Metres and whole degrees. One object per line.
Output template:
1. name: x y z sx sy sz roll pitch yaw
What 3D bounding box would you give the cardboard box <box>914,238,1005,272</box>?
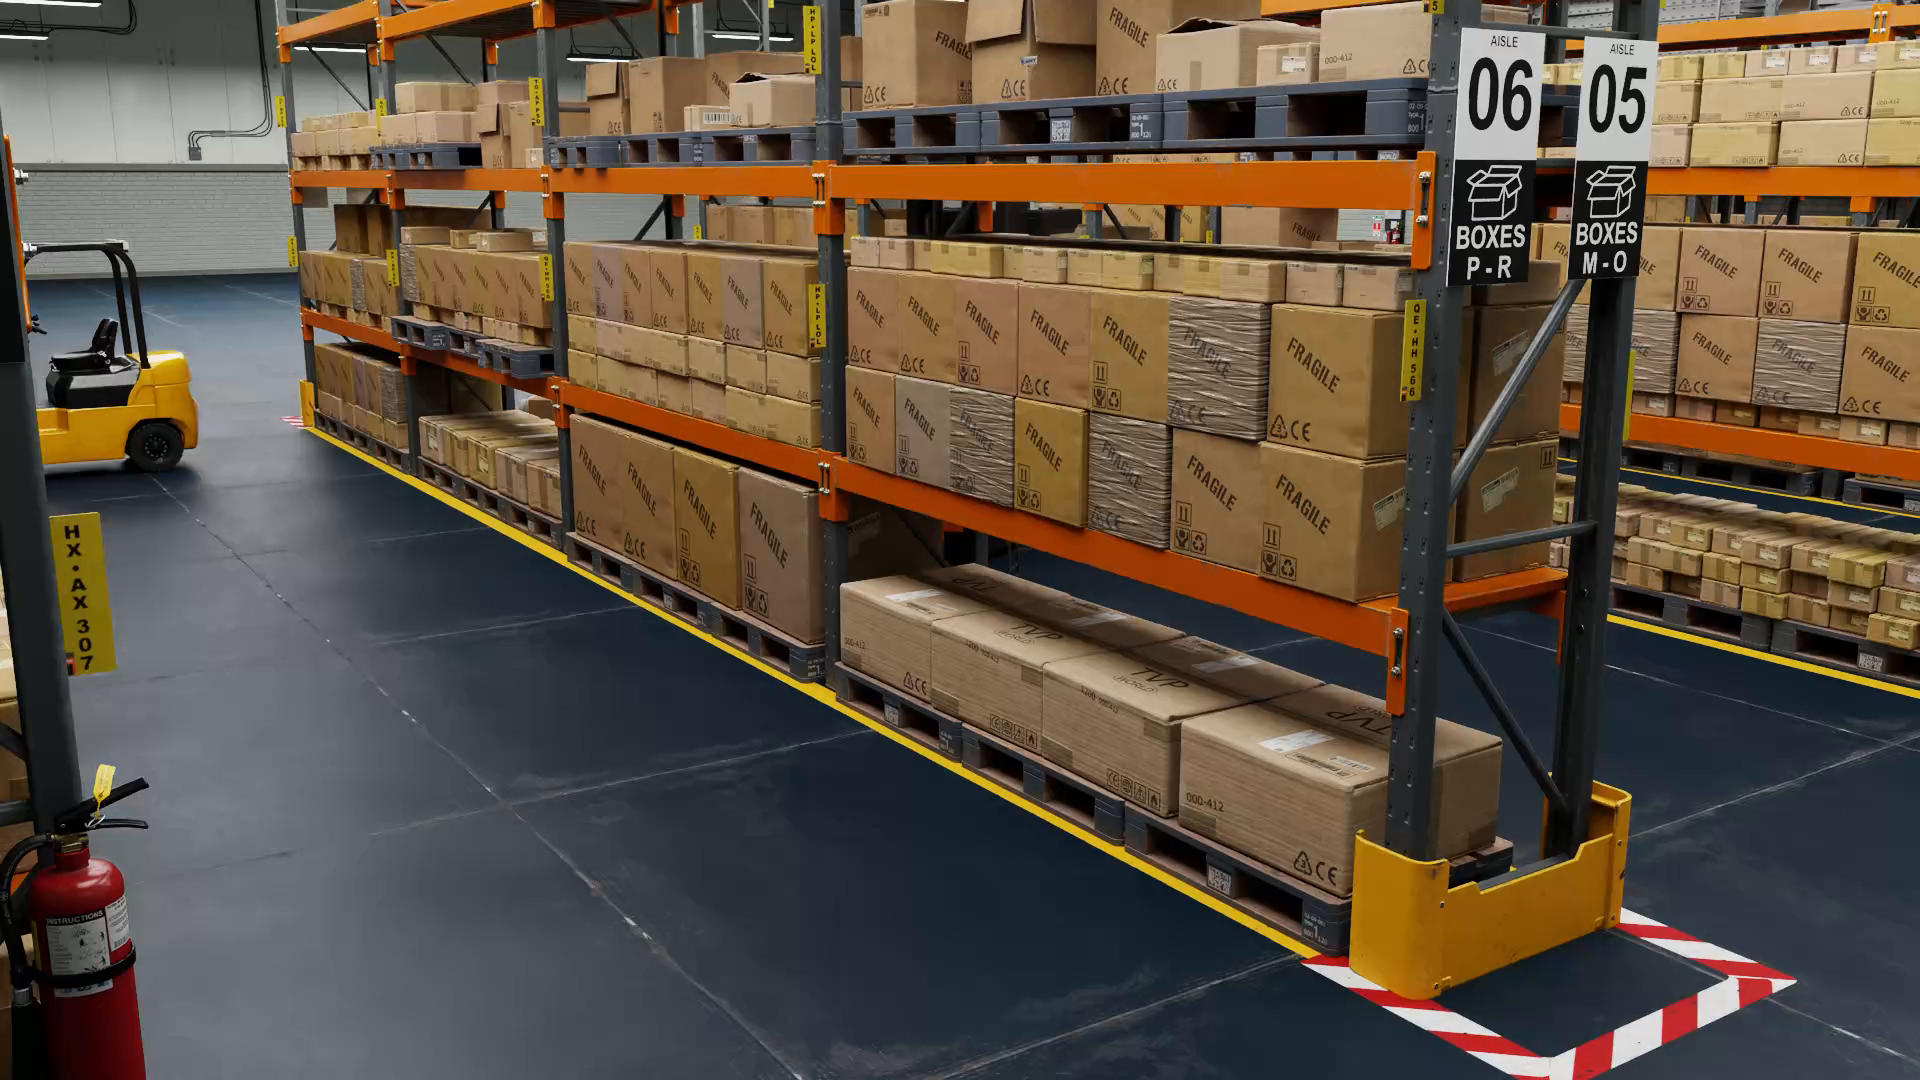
1. cardboard box: 0.001 -1.386 8.086 0.380 0.149 0.250 -8 15 -33

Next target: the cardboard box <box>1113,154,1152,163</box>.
1. cardboard box: 1.653 -3.399 14.130 0.500 0.500 0.500 -8 15 -33

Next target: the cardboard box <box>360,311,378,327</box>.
1. cardboard box: -5.720 -2.204 16.509 0.380 0.149 0.250 -8 15 -34

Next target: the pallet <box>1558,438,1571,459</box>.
1. pallet: 6.117 -1.076 17.288 1.003 0.211 1.213 -8 15 -33

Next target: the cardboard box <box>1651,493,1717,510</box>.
1. cardboard box: 4.812 -0.201 11.055 0.380 0.149 0.250 -9 15 -35

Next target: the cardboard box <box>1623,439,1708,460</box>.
1. cardboard box: 7.093 -1.313 15.837 1.225 0.875 0.875 -9 15 -35

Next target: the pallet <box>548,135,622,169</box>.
1. pallet: -2.106 -2.679 11.513 1.213 0.211 1.003 -7 14 -30

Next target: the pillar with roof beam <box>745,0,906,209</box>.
1. pillar with roof beam: -5.416 -13.503 53.547 9.100 9.000 0.548 -8 15 -33

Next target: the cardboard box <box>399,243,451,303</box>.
1. cardboard box: -4.702 -2.408 14.937 0.500 0.500 0.500 -8 14 -31

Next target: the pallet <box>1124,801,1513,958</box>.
1. pallet: 1.418 1.238 6.707 1.003 0.211 1.213 -8 15 -33

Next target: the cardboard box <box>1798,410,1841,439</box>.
1. cardboard box: 5.034 -0.682 9.546 0.380 0.149 0.250 -9 15 -35

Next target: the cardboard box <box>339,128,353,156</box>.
1. cardboard box: -5.743 -3.892 16.271 0.500 0.250 0.500 -8 15 -34

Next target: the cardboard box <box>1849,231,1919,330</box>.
1. cardboard box: 5.249 -1.420 9.063 0.500 0.500 0.500 -9 15 -35

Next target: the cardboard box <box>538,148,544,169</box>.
1. cardboard box: -2.856 -2.788 12.157 0.380 0.149 0.250 -8 15 -33

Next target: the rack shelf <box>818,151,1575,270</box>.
1. rack shelf: 0.818 -1.461 7.185 1.077 0.370 4.000 -8 15 -33

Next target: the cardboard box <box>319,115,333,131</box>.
1. cardboard box: -6.301 -4.245 16.952 0.380 0.149 0.250 -8 14 -31

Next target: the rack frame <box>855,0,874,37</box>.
1. rack frame: -0.658 -5.660 17.681 1.000 3.000 0.127 -8 15 -33

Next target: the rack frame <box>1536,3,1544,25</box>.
1. rack frame: 5.743 -5.518 17.031 1.000 3.000 0.127 -8 15 -33

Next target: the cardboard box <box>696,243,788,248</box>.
1. cardboard box: -1.442 -1.711 11.091 0.500 0.500 0.500 -8 15 -33

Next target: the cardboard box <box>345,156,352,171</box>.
1. cardboard box: -5.929 -3.775 16.668 0.380 0.149 0.250 -8 15 -33

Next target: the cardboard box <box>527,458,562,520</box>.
1. cardboard box: -2.811 -0.437 13.009 0.950 0.372 0.625 -9 15 -37

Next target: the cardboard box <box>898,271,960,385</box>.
1. cardboard box: 0.046 -1.036 8.005 0.500 0.500 0.500 -8 15 -33

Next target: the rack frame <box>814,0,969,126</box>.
1. rack frame: -0.290 -3.634 8.414 1.000 3.000 0.127 -8 15 -33

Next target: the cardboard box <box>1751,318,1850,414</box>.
1. cardboard box: 4.957 -1.020 9.576 0.500 0.500 0.500 -8 15 -33

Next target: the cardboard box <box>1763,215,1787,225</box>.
1. cardboard box: 14.827 -5.587 29.937 0.500 0.500 0.500 -9 15 -34

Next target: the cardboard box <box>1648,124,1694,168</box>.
1. cardboard box: 4.369 -2.402 10.156 0.500 0.250 0.500 -7 14 -30

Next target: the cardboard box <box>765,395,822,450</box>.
1. cardboard box: -0.749 -0.680 9.299 0.500 0.250 0.500 -9 15 -34

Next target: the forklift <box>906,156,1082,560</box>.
1. forklift: 0.283 -1.552 13.099 1.130 2.935 3.031 6 14 26

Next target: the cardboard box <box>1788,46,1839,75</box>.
1. cardboard box: 4.879 -2.682 9.333 0.380 0.149 0.250 -8 15 -32

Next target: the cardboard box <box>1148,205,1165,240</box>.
1. cardboard box: 2.771 -4.118 21.398 0.500 0.500 0.500 -8 15 -33

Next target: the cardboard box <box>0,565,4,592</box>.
1. cardboard box: -2.795 0.233 4.431 0.500 0.250 0.500 -8 15 -34

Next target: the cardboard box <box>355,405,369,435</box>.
1. cardboard box: -5.855 -1.245 16.989 0.500 0.250 0.500 -8 15 -32

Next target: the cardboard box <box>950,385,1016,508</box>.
1. cardboard box: 0.297 -0.458 7.701 0.500 0.500 0.500 -8 15 -32

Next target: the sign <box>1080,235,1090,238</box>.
1. sign: 1.098 -2.518 14.642 0.100 0.325 0.005 -8 15 -33

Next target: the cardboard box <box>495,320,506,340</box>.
1. cardboard box: -3.403 -1.652 12.998 0.380 0.149 0.250 -9 15 -35

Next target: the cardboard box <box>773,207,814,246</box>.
1. cardboard box: -1.720 -3.690 19.834 0.875 0.550 0.500 -8 15 -33

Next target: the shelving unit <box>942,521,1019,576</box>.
1. shelving unit: 0.141 -0.332 11.572 0.503 1.200 0.258 4 13 17

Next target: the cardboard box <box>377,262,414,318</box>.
1. cardboard box: -5.176 -2.369 15.745 0.500 0.500 0.500 -9 15 -34

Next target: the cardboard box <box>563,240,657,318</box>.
1. cardboard box: -2.437 -1.835 11.657 0.500 0.500 0.500 -9 15 -35

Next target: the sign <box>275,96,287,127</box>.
1. sign: -7.391 -4.665 18.106 0.100 0.325 0.005 -8 15 -33

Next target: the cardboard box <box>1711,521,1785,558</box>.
1. cardboard box: 4.806 0.000 10.137 0.380 0.149 0.250 -9 15 -35

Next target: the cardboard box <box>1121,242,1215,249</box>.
1. cardboard box: 0.950 -1.263 7.524 0.380 0.149 0.250 -8 15 -33

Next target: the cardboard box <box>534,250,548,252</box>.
1. cardboard box: -3.158 -2.107 13.560 0.500 0.500 0.500 -8 15 -32

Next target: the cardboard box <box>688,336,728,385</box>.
1. cardboard box: -1.312 -1.103 10.065 0.500 0.250 0.500 -8 14 -31

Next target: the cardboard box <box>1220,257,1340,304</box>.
1. cardboard box: 1.187 -0.964 6.156 0.380 0.149 0.250 -8 15 -33

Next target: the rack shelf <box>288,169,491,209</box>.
1. rack shelf: -5.831 -3.595 16.944 1.077 0.370 4.000 -8 15 -33

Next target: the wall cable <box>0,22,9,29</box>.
1. wall cable: -26.334 -12.236 43.195 3.097 2.526 0.112 -8 15 -33

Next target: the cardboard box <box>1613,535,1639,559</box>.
1. cardboard box: 4.369 0.011 10.783 0.380 0.149 0.250 -7 14 -30

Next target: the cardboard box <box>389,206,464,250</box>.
1. cardboard box: -5.307 -3.098 16.737 0.700 0.500 0.500 -8 15 -34

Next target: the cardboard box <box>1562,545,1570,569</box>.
1. cardboard box: 4.219 0.108 11.036 0.380 0.149 0.250 -8 15 -34

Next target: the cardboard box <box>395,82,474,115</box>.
1. cardboard box: -4.448 -3.728 14.066 0.500 0.250 0.500 -8 15 -34

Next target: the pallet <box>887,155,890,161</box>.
1. pallet: -0.109 -3.944 17.303 0.805 0.209 1.217 -9 15 -35

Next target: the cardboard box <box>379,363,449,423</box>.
1. cardboard box: -5.274 -1.427 16.065 0.500 0.500 0.500 -8 15 -34

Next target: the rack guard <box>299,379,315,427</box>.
1. rack guard: -6.897 -1.602 19.019 1.175 0.500 0.348 -8 15 -33
